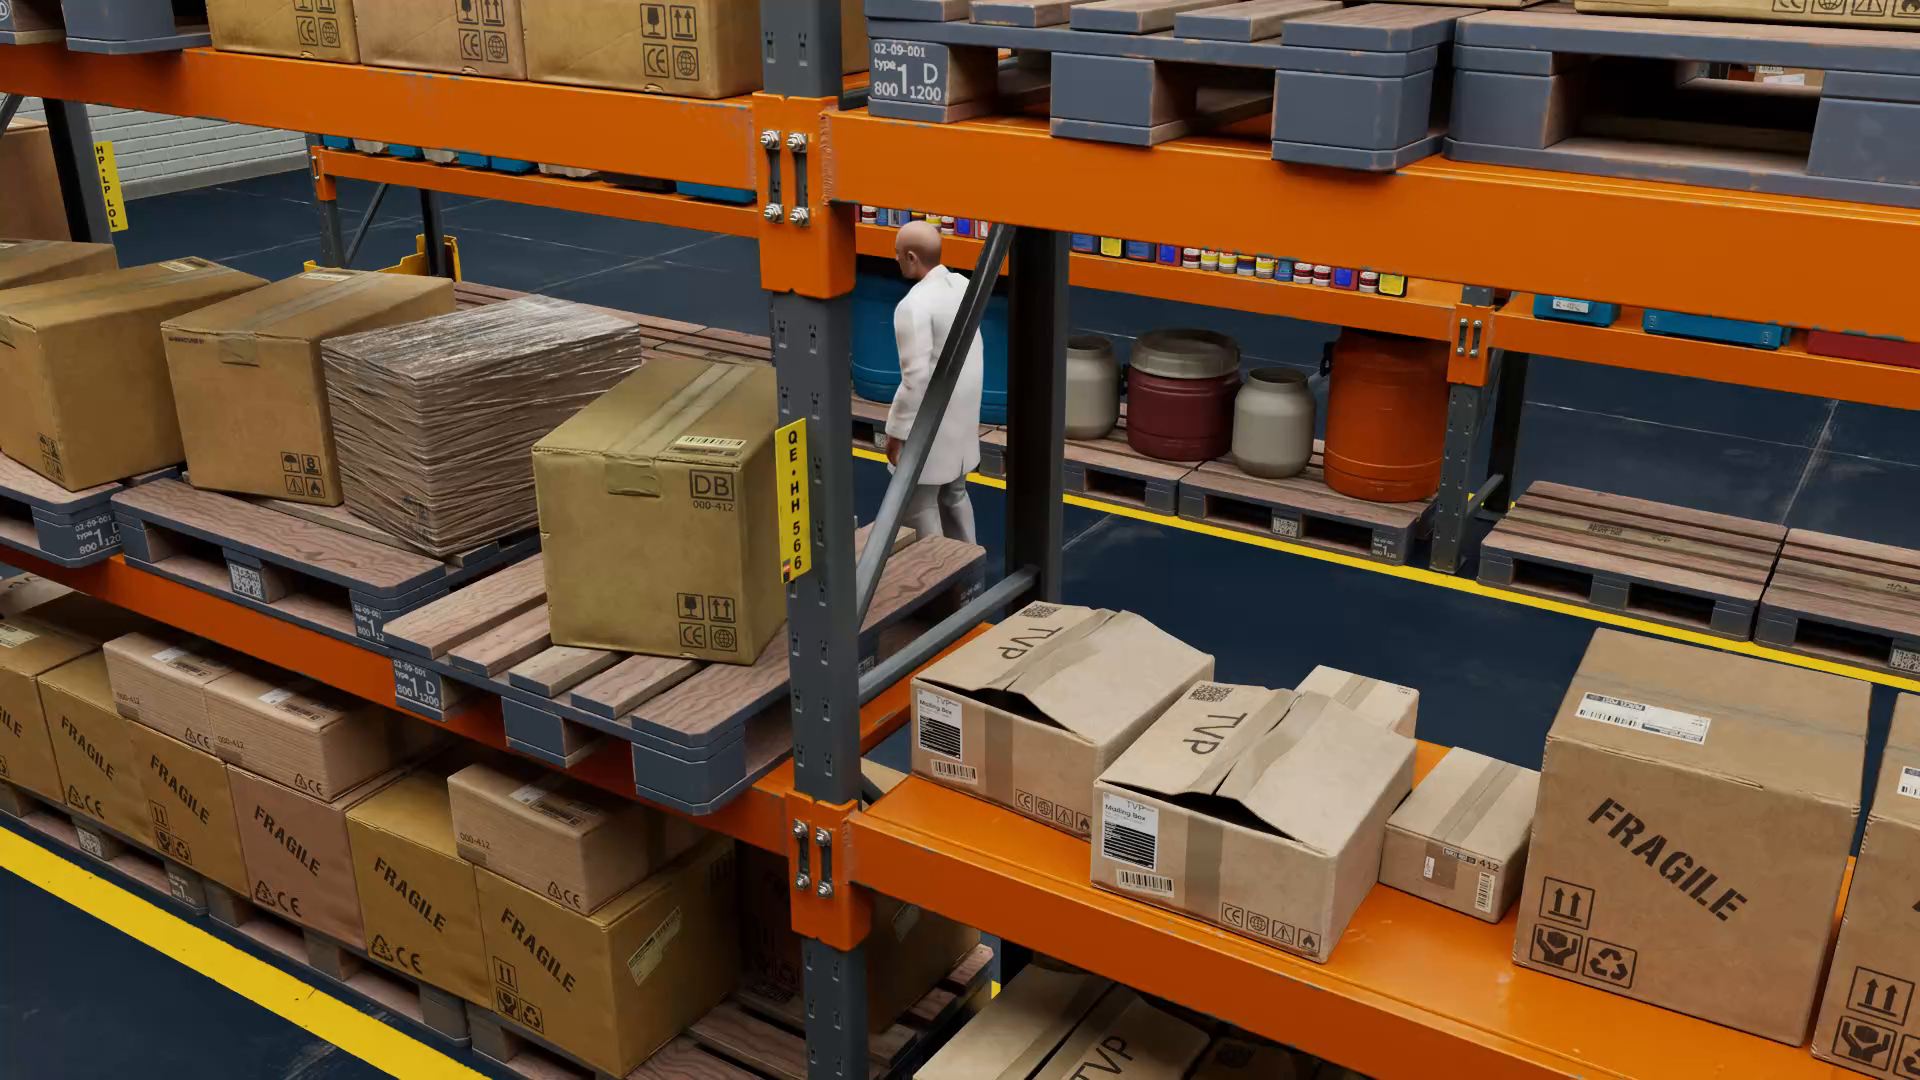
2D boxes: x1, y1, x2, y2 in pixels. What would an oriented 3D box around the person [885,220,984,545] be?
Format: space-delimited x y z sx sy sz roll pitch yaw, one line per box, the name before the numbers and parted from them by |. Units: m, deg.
person | -0.124 -0.531 7.377 0.403 1.774 0.656 13 26 27
